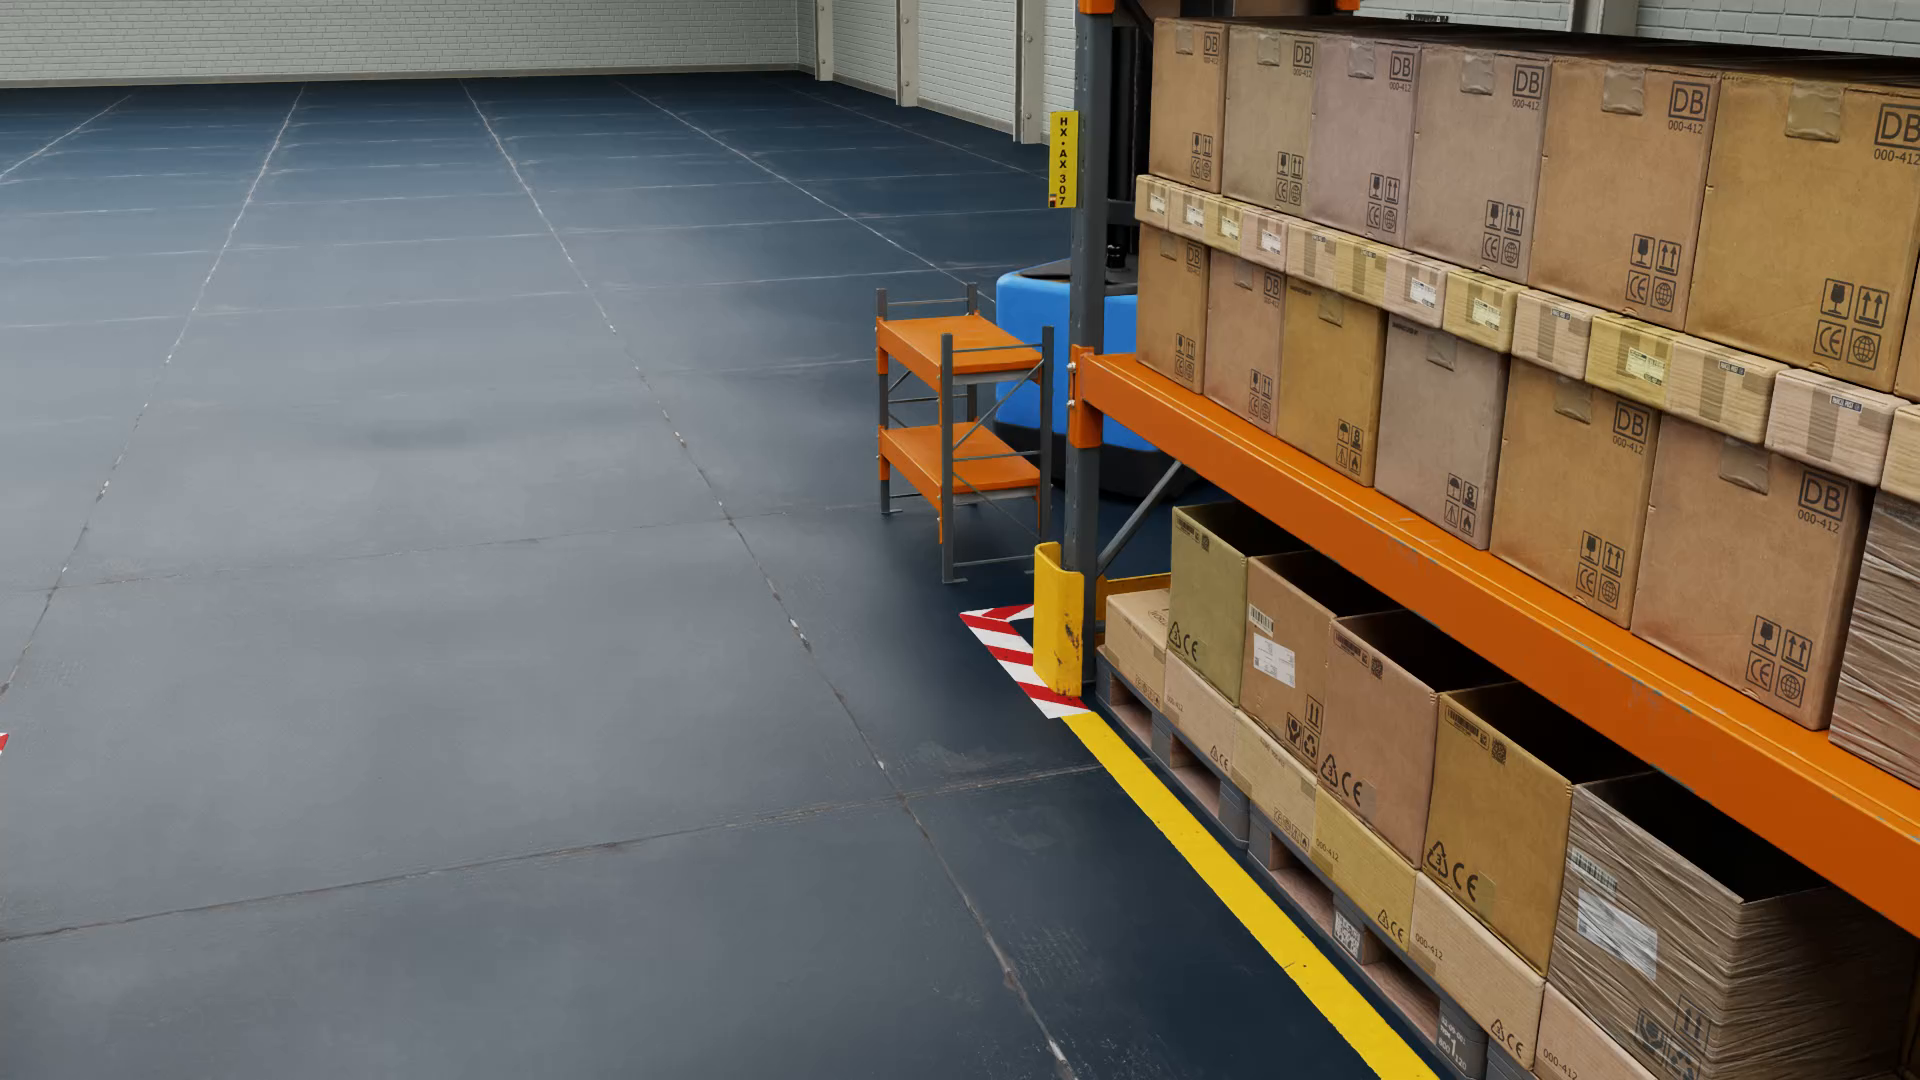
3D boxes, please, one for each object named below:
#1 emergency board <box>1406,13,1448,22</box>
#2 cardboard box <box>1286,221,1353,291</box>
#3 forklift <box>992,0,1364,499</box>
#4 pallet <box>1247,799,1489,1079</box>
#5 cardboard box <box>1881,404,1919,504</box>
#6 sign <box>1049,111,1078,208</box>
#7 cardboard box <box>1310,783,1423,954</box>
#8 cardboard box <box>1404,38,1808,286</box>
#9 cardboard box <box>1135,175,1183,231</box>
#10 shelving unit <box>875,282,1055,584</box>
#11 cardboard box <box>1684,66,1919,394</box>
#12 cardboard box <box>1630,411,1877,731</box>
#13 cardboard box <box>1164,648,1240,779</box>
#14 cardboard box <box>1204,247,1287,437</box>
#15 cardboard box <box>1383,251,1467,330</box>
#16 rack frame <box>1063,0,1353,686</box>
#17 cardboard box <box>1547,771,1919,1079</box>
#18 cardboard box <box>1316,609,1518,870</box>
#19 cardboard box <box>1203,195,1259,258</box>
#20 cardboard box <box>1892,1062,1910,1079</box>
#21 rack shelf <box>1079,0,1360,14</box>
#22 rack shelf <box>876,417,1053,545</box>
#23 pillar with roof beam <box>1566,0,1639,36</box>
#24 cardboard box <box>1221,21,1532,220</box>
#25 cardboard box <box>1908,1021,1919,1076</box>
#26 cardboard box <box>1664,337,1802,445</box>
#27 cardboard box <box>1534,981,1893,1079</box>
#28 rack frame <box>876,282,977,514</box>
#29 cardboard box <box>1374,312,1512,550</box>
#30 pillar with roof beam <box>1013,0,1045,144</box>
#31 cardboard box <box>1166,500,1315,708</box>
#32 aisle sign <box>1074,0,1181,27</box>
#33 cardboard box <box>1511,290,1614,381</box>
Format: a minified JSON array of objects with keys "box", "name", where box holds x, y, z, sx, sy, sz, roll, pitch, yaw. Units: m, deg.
[{"box":[4.001,-4.040,14.726,0.194,1.169,0.643,-6,21,-17],"name":"emergency board"},{"box":[1.130,-0.795,4.585,0.380,0.149,0.250,-7,21,-19],"name":"cardboard box"},{"box":[1.474,-2.018,9.200,1.130,2.935,3.031,15,24,35],"name":"forklift"},{"box":[1.545,1.022,4.760,1.003,0.211,1.213,-6,21,-17],"name":"pallet"},{"box":[1.778,-0.135,2.748,0.380,0.149,0.250,-7,21,-18],"name":"cardboard box"},{"box":[0.356,-1.310,5.729,0.100,0.325,0.005,-6,21,-17],"name":"sign"},{"box":[1.312,0.851,4.556,0.500,0.250,0.500,-6,21,-17],"name":"cardboard box"},{"box":[1.524,-0.921,3.977,0.700,0.500,0.500,-6,21,-17],"name":"cardboard box"},{"box":[0.804,-1.126,5.506,0.380,0.149,0.250,-7,21,-18],"name":"cardboard box"},{"box":[0.002,-0.527,7.720,0.538,1.125,1.048,-6,21,-17],"name":"shelving unit"},{"box":[1.837,-0.600,3.083,0.700,0.500,0.500,-6,21,-17],"name":"cardboard box"},{"box":[1.825,0.004,3.321,0.700,0.500,0.500,-7,21,-18],"name":"cardboard box"},{"box":[1.003,0.530,5.451,0.500,0.250,0.500,-6,21,-17],"name":"cardboard box"},{"box":[1.189,-0.650,5.142,0.700,0.500,0.500,-6,21,-16],"name":"cardboard box"},{"box":[1.286,-0.633,4.133,0.380,0.149,0.250,-6,21,-17],"name":"cardboard box"},{"box":[0.885,-0.922,6.047,1.000,3.000,0.127,-6,21,-17],"name":"rack frame"},{"box":[1.643,0.817,3.540,0.500,0.500,0.500,-6,21,-17],"name":"cardboard box"},{"box":[1.311,0.498,4.428,0.500,0.500,0.500,-6,21,-17],"name":"cardboard box"},{"box":[0.967,-0.961,5.048,0.380,0.149,0.250,-6,21,-17],"name":"cardboard box"},{"box":[2.132,1.116,3.820,0.500,0.250,0.500,-6,21,-17],"name":"cardboard box"},{"box":[1.514,-1.354,3.875,1.077,0.370,4.000,-6,21,-17],"name":"rack shelf"},{"box":[0.002,-0.297,7.803,0.538,0.278,1.000,-6,21,-17],"name":"rack shelf"},{"box":[0.655,-5.609,10.219,9.100,9.000,0.400,-6,21,-17],"name":"pillar with roof beam"},{"box":[1.207,-1.244,4.875,0.700,0.500,0.500,-7,21,-19],"name":"cardboard box"},{"box":[2.294,0.923,3.248,0.500,0.500,0.500,-6,21,-17],"name":"cardboard box"},{"box":[1.609,-0.303,3.216,0.380,0.149,0.250,-6,21,-17],"name":"cardboard box"},{"box":[1.641,1.171,3.667,0.500,0.250,0.500,-6,21,-17],"name":"cardboard box"},{"box":[-0.158,-0.690,8.174,0.500,1.125,0.032,-6,21,-17],"name":"rack frame"},{"box":[1.509,-0.322,4.227,0.700,0.500,0.500,-6,21,-16],"name":"cardboard box"},{"box":[-3.117,-9.460,20.941,9.100,9.000,0.400,-6,21,-17],"name":"pillar with roof beam"},{"box":[1.001,0.177,5.323,0.500,0.500,0.500,-6,21,-17],"name":"cardboard box"},{"box":[0.574,-2.134,5.576,0.394,0.787,0.004,-6,21,-17],"name":"aisle sign"},{"box":[1.456,-0.463,3.661,0.380,0.149,0.250,-6,21,-16],"name":"cardboard box"}]
